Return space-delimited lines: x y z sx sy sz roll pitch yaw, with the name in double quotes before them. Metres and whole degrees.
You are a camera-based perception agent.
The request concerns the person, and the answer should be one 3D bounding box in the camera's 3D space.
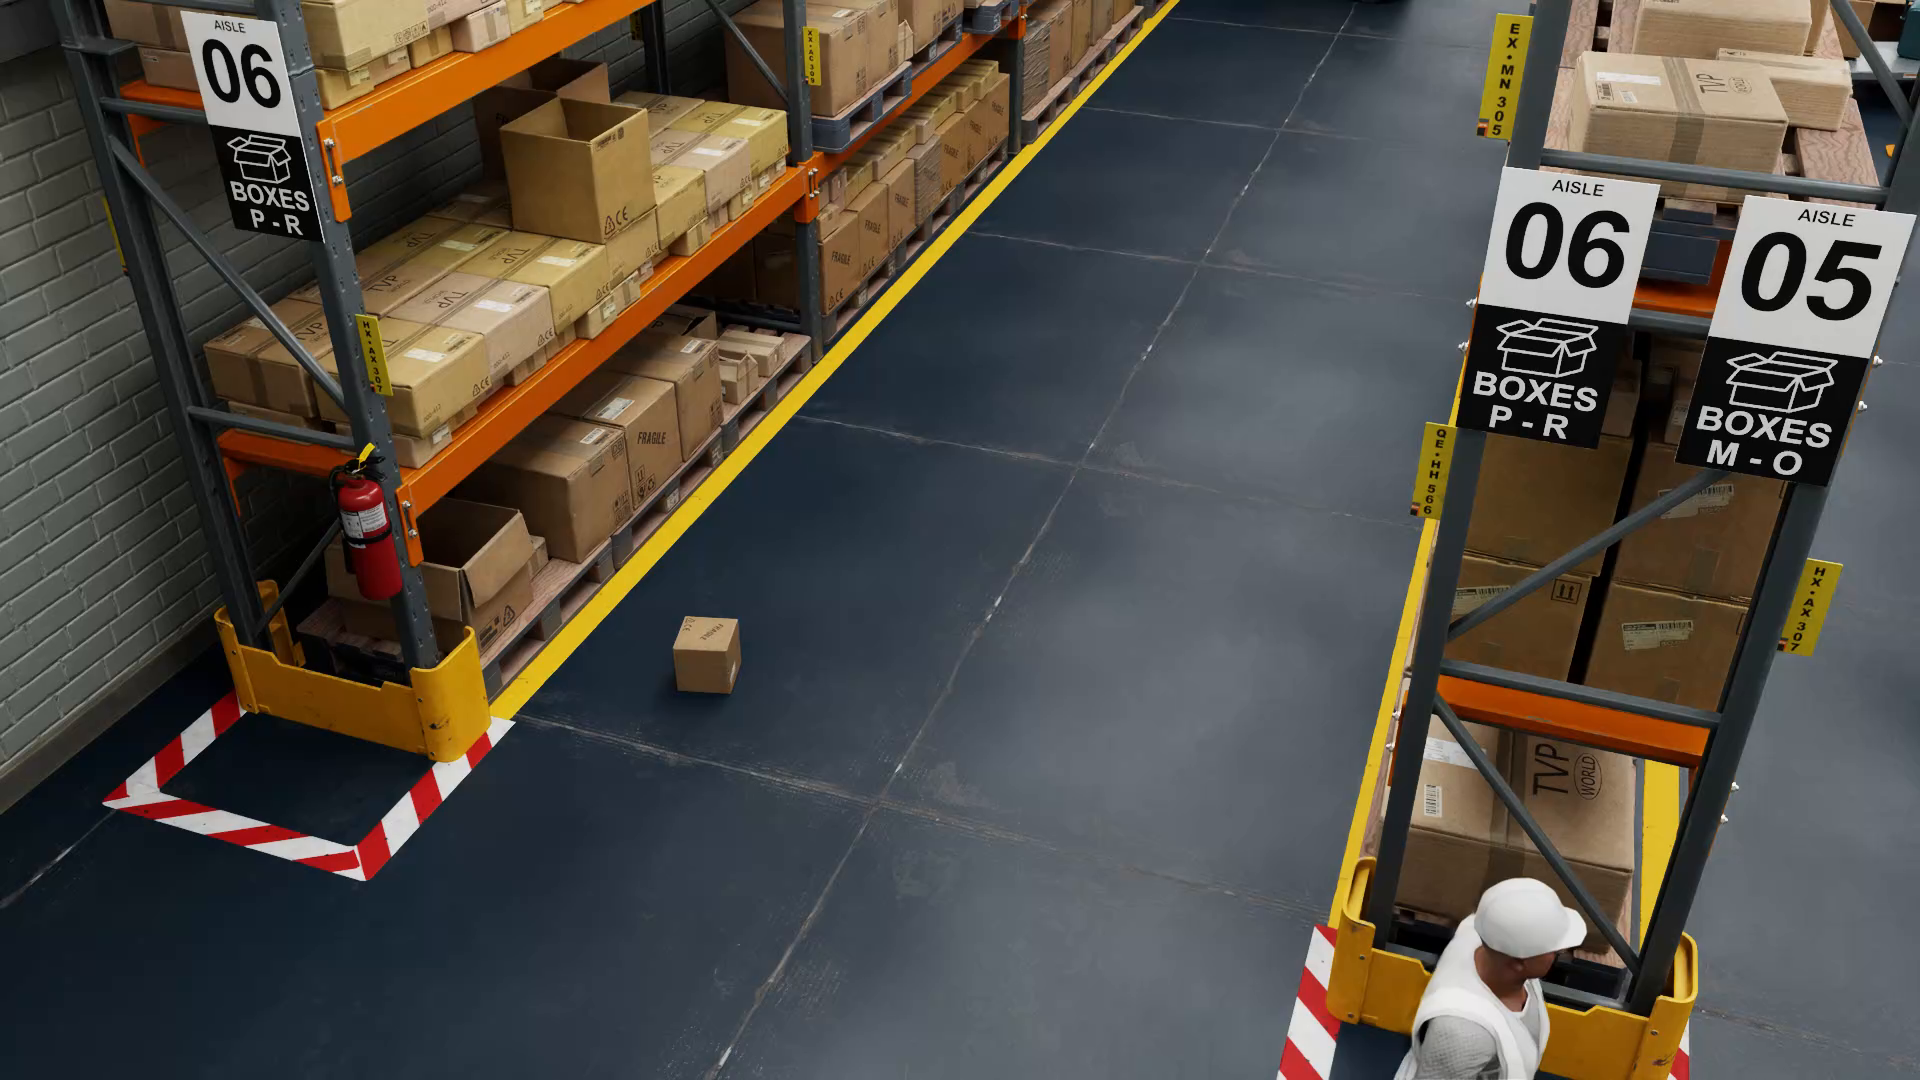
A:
"person" 1.293 1.605 4.645 0.568 1.766 0.600 19 37 27
